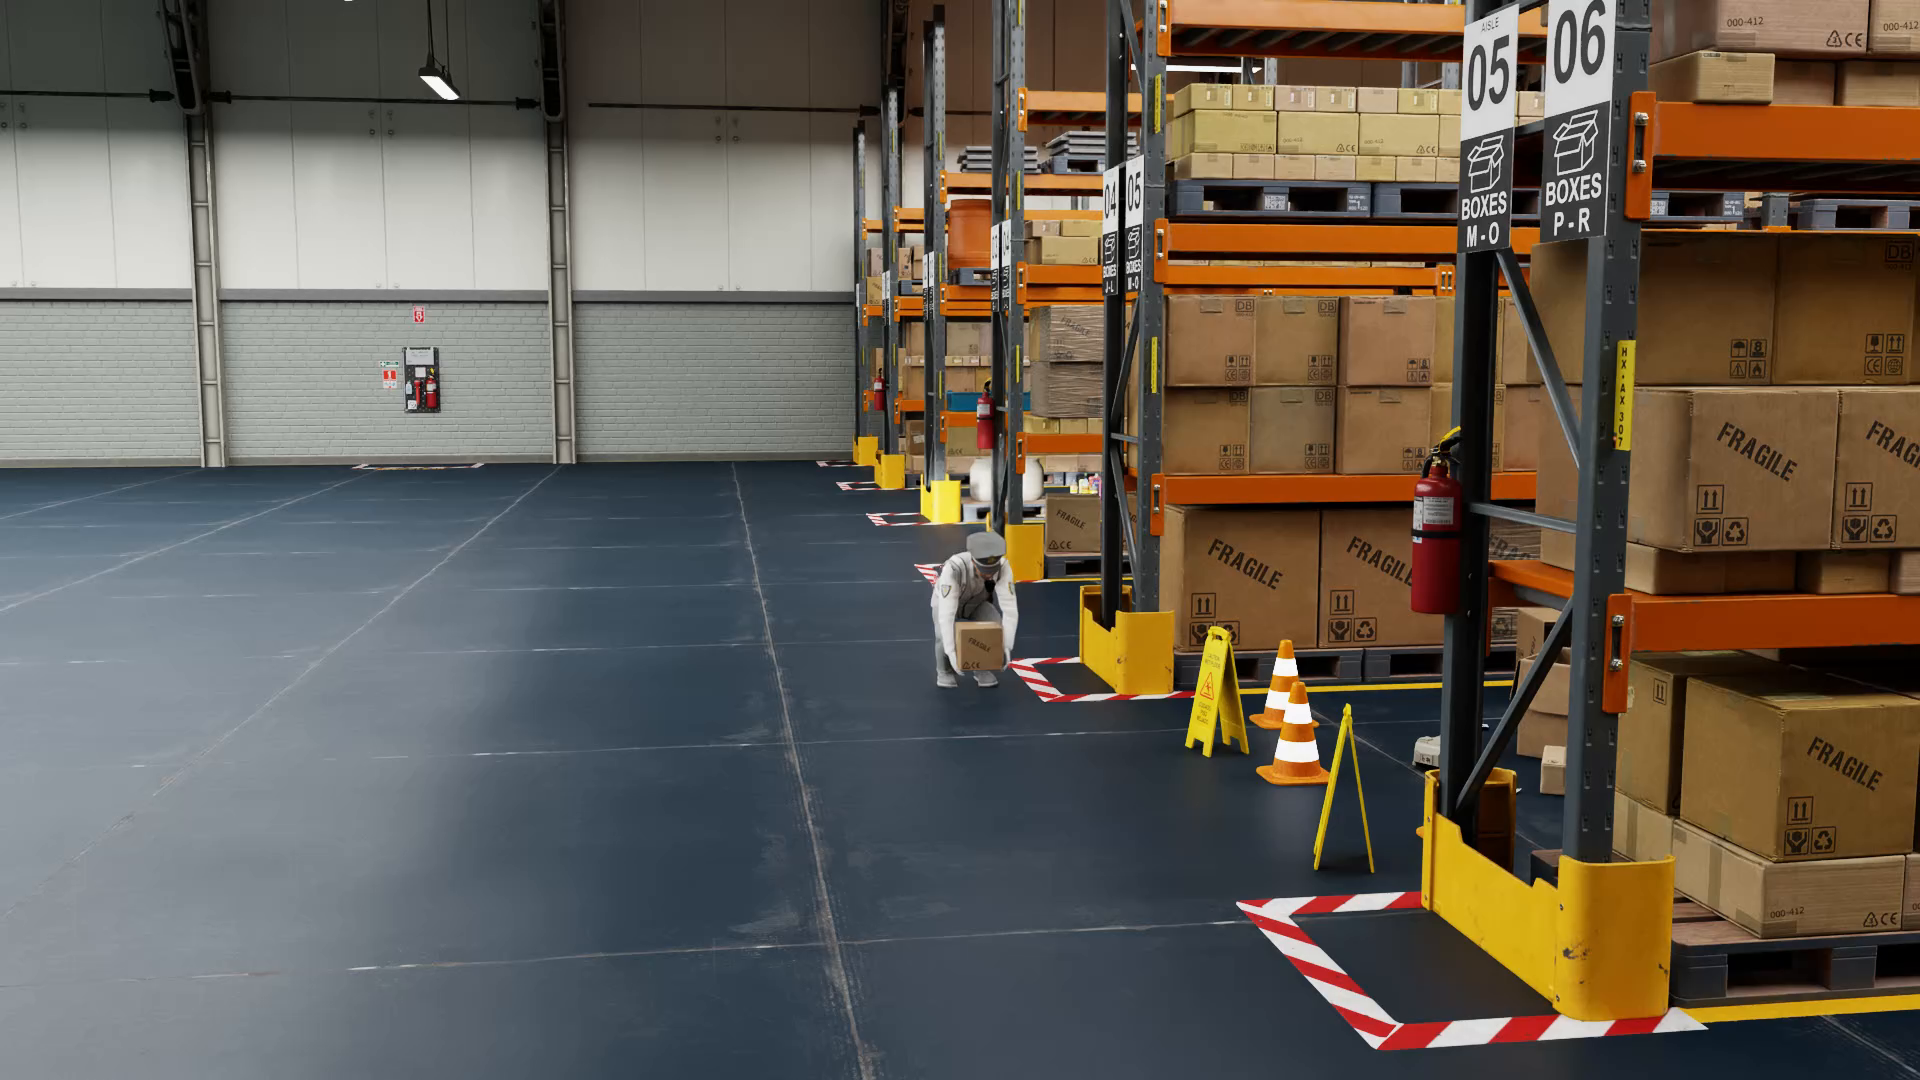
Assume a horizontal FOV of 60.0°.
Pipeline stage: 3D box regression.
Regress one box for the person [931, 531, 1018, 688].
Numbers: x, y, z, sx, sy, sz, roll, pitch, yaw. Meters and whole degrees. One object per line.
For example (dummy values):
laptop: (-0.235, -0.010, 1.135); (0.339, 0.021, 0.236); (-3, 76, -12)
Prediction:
person: (0.081, 0.420, 10.157); (0.492, 0.994, 0.819); (-1, 7, -9)
